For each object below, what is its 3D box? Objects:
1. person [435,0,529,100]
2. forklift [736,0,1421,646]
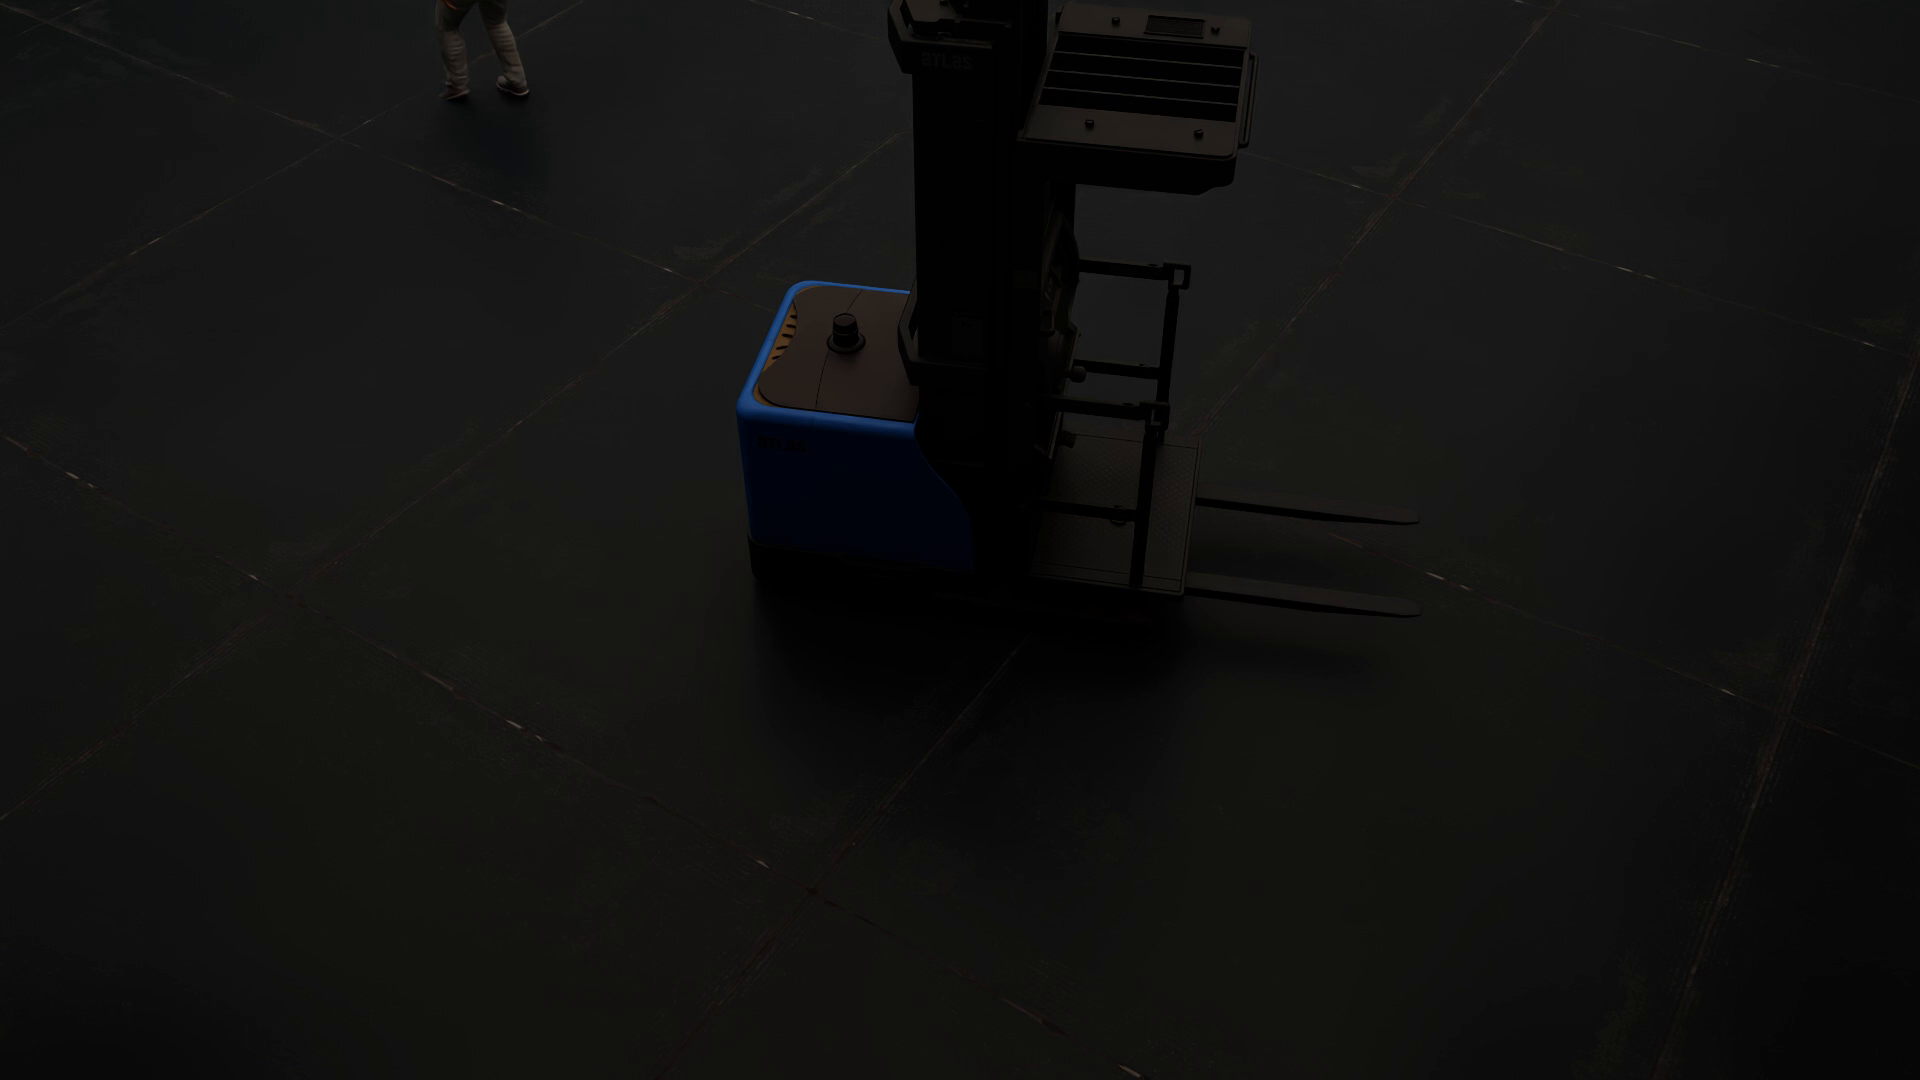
[{"bbox_3d":[-3.154,-3.594,10.619,0.518,1.711,0.584,33,52,30],"label":"person"},{"bbox_3d":[0.598,-0.987,6.890,3.031,2.935,1.130,7,44,8],"label":"forklift"}]
